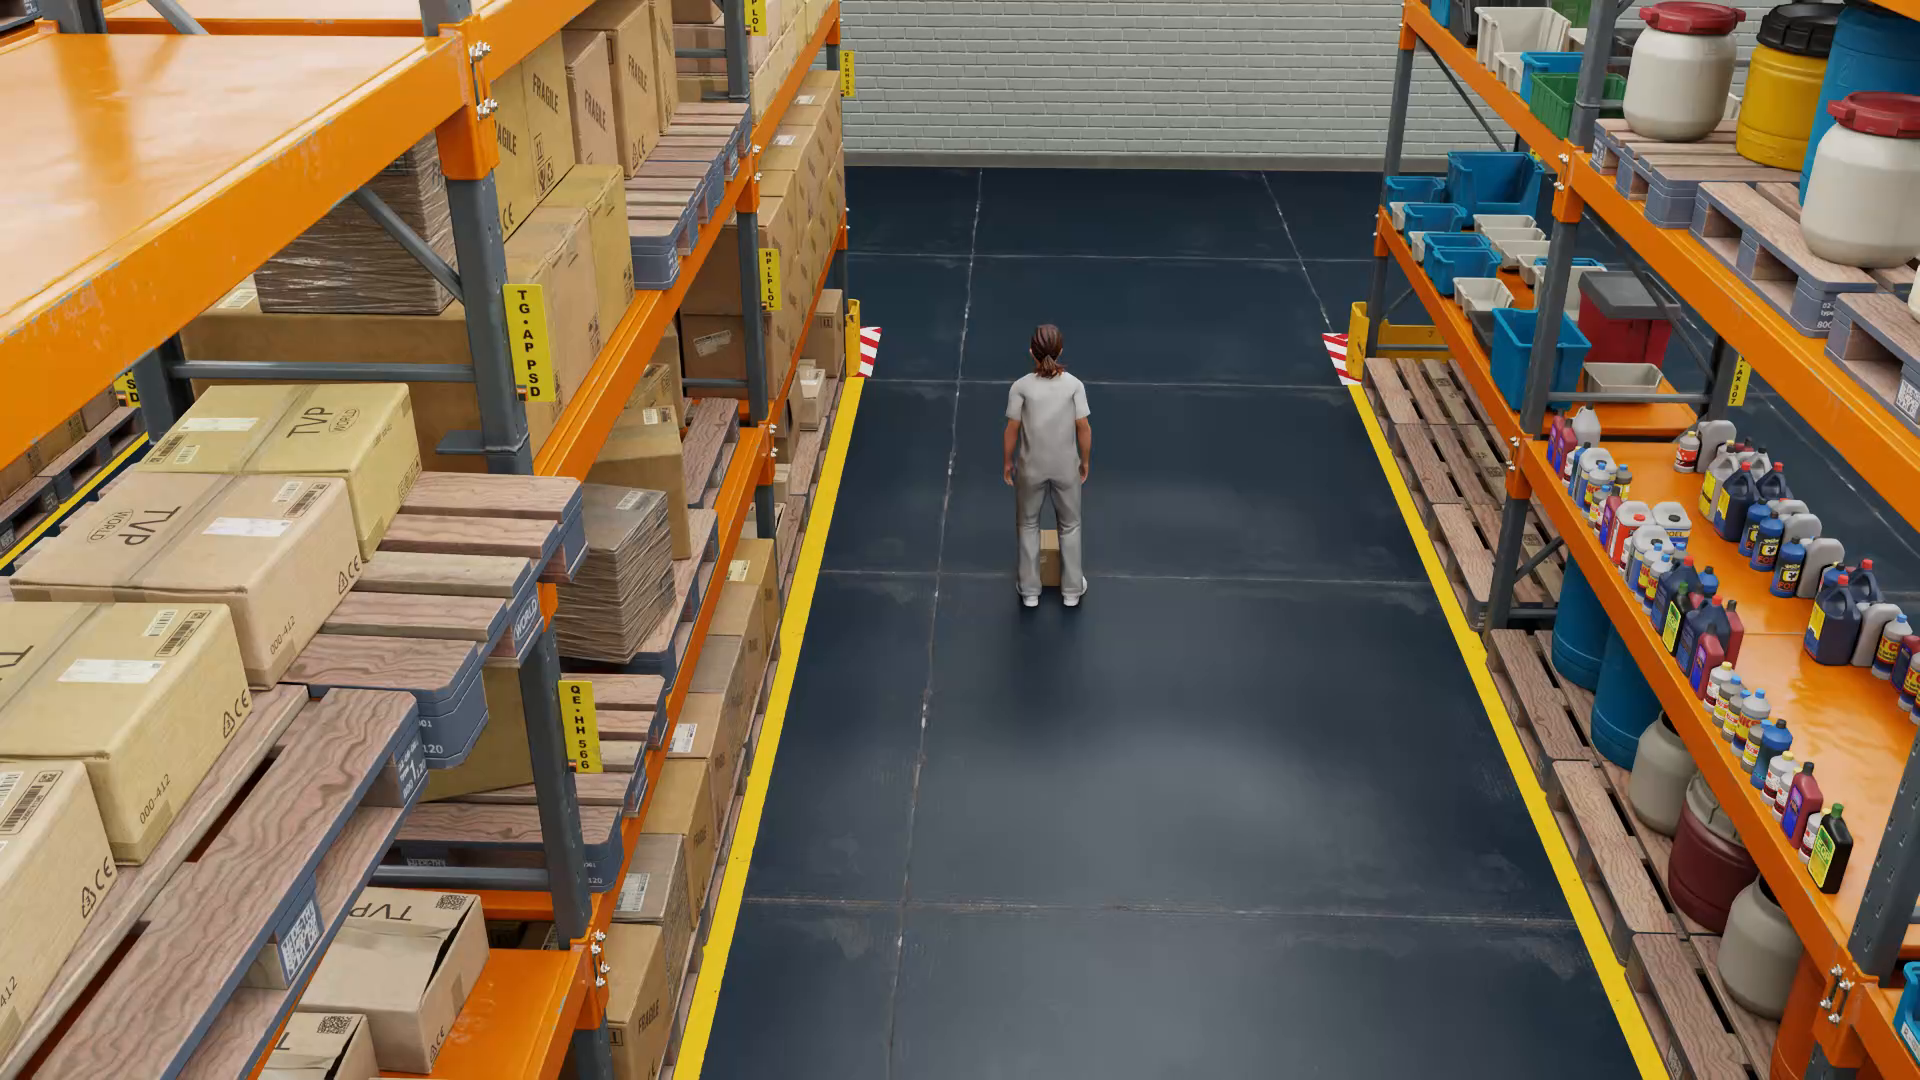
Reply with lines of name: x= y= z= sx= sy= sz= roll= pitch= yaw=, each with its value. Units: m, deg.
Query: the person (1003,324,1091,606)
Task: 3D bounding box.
person: x=0.497 y=-0.403 z=9.382 sx=0.513 sy=1.669 sz=0.350 roll=0 pitch=28 yaw=-1
